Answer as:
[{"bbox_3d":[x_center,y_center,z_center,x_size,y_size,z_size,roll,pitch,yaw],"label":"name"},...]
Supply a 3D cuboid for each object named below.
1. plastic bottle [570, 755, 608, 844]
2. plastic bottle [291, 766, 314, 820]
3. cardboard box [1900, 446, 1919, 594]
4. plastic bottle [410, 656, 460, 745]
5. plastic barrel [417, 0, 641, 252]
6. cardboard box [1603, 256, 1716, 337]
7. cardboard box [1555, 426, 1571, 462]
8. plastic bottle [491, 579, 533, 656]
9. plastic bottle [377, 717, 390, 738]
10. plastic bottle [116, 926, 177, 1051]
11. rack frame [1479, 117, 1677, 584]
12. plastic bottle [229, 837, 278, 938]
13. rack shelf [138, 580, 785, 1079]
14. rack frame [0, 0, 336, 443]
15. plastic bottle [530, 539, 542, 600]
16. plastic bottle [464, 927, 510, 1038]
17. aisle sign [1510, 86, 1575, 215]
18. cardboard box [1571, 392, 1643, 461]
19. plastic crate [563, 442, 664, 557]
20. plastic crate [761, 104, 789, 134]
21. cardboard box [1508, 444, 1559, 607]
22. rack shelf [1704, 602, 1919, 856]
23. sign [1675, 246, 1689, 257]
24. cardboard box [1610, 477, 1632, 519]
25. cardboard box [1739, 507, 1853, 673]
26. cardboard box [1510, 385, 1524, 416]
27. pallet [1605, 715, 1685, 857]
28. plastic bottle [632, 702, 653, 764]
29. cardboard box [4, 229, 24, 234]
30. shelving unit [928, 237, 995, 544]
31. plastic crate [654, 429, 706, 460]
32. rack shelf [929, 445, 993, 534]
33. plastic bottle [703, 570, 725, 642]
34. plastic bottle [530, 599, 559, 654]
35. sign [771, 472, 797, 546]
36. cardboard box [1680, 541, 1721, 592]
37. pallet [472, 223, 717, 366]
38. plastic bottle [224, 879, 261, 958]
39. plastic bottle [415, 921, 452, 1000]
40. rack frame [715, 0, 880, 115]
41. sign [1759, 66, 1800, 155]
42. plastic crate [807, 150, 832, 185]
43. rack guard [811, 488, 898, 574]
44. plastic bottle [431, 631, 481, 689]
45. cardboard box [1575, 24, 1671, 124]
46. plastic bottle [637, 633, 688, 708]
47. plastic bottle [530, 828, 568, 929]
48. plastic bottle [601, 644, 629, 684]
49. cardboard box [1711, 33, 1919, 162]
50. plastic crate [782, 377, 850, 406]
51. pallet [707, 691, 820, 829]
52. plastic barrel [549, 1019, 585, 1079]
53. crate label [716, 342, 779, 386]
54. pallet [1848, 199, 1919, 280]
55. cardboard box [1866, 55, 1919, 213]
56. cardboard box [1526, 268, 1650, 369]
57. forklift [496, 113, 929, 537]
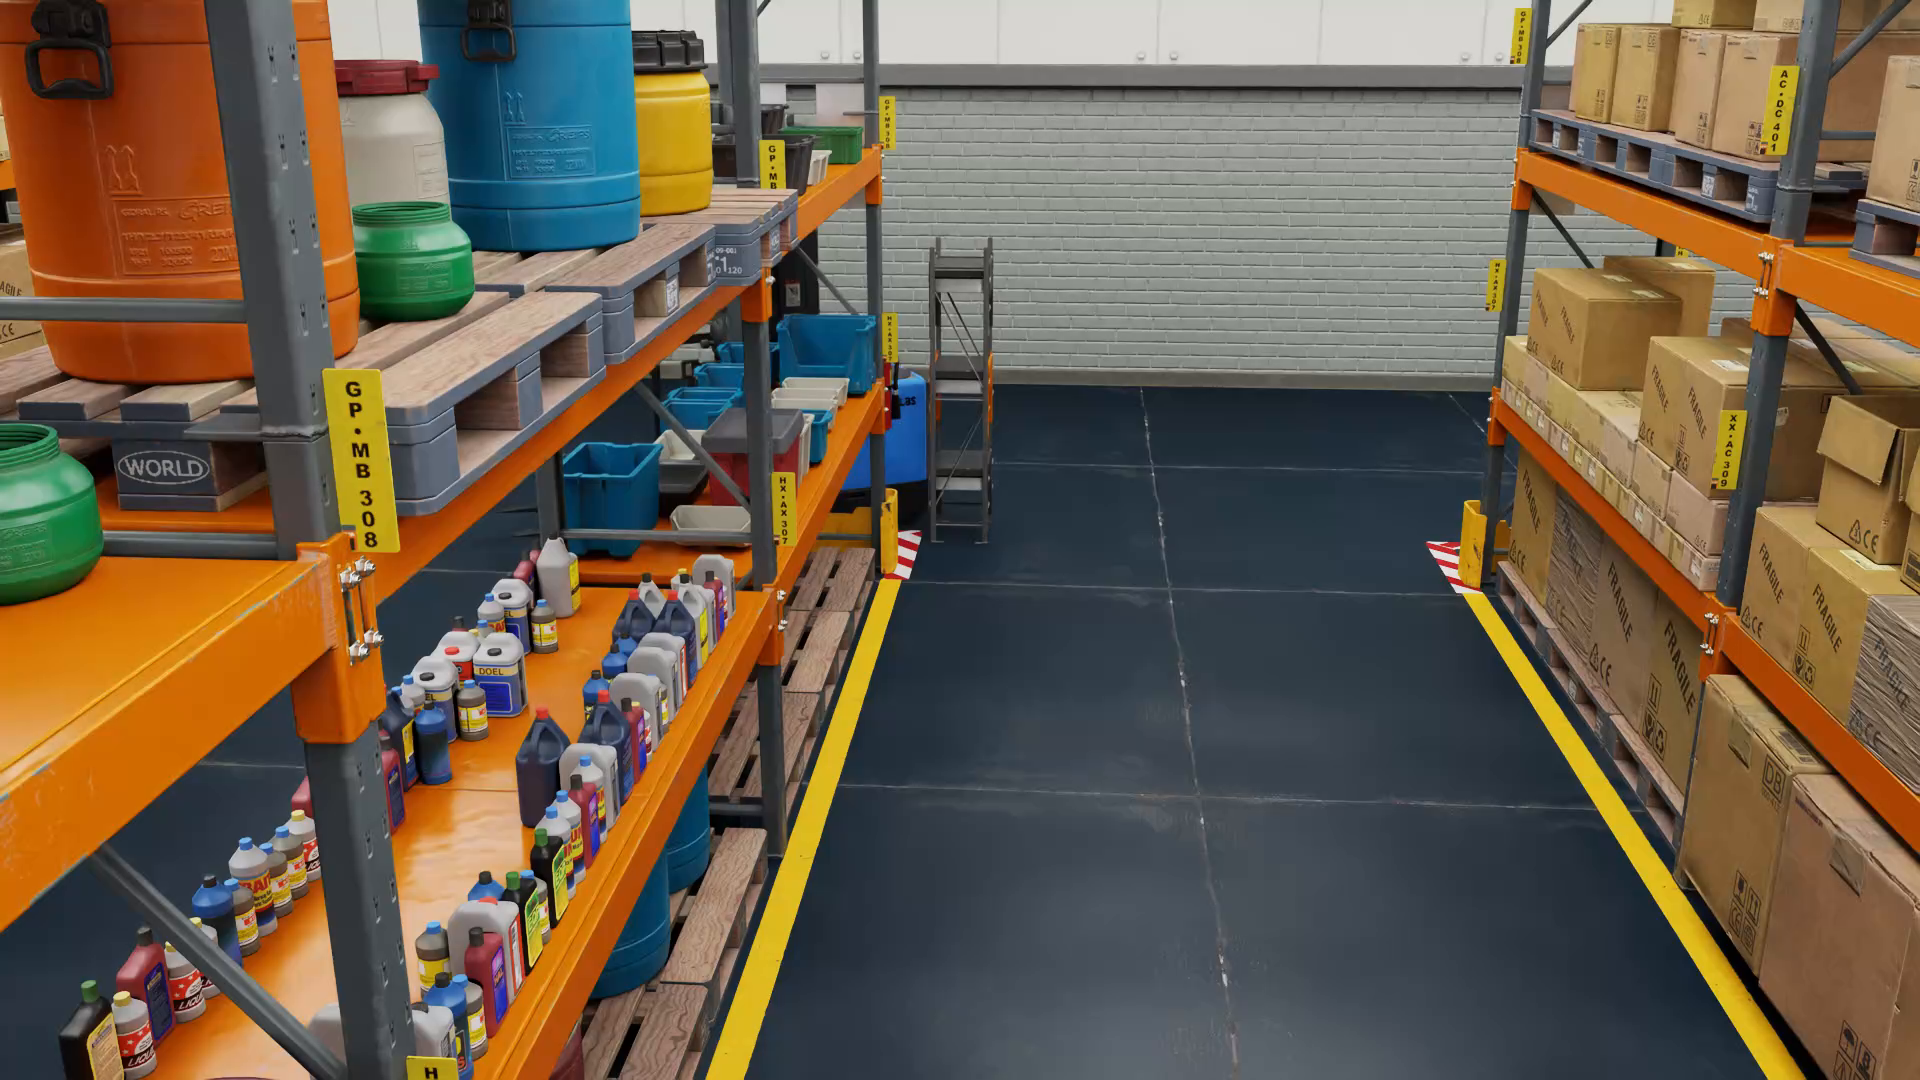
[{"bbox_3d":[-1.108,0.771,4.959,0.097,0.271,0.097,0,18,0],"label":"plastic bottle"},{"bbox_3d":[-1.895,0.797,4.862,0.061,0.283,0.133,1,18,4],"label":"plastic bottle"},{"bbox_3d":[3.548,-0.013,5.374,0.797,0.503,0.637,1,18,5],"label":"cardboard box"},{"bbox_3d":[-1.790,0.543,5.648,0.152,0.276,0.135,1,18,4],"label":"plastic bottle"},{"bbox_3d":[-1.263,-1.341,4.901,0.600,0.901,0.708,1,18,4],"label":"plastic barrel"},{"bbox_3d":[4.161,-1.412,9.974,0.500,0.500,0.500,2,18,5],"label":"cardboard box"},{"bbox_3d":[3.489,-0.521,9.099,0.380,0.149,0.250,1,18,3],"label":"cardboard box"},{"bbox_3d":[-1.733,0.297,6.399,0.152,0.276,0.135,1,18,4],"label":"plastic bottle"},{"bbox_3d":[-1.811,0.699,5.159,0.061,0.283,0.133,1,18,4],"label":"plastic bottle"},{"bbox_3d":[-1.960,1.080,3.997,0.061,0.283,0.133,1,18,4],"label":"plastic bottle"},{"bbox_3d":[3.933,-1.143,10.593,1.000,3.000,0.127,1,18,4],"label":"rack frame"},{"bbox_3d":[-1.906,0.929,4.476,0.097,0.271,0.097,0,18,0],"label":"plastic bottle"},{"bbox_3d":[-1.437,0.952,5.356,1.077,0.370,4.000,1,18,4],"label":"rack shelf"},{"bbox_3d":[-1.580,-1.620,2.414,1.000,3.000,0.127,1,18,4],"label":"rack frame"},{"bbox_3d":[-1.745,0.149,6.839,0.061,0.283,0.133,1,18,4],"label":"plastic bottle"},{"bbox_3d":[-1.158,1.059,4.063,0.061,0.283,0.133,1,18,4],"label":"plastic bottle"},{"bbox_3d":[3.639,-2.407,10.277,0.394,0.787,0.004,1,18,4],"label":"aisle sign"},{"bbox_3d":[3.527,-0.590,8.670,0.500,0.250,0.500,1,18,3],"label":"cardboard box"},{"bbox_3d":[-1.600,-0.184,7.598,0.392,0.384,0.575,1,18,4],"label":"plastic crate"},{"bbox_3d":[-1.312,-2.503,10.138,0.497,0.269,0.590,1,18,4],"label":"plastic crate"},{"bbox_3d":[3.967,-0.132,10.247,0.875,0.875,0.875,1,18,4],"label":"cardboard box"},{"bbox_3d":[3.503,1.063,5.018,1.077,0.370,4.000,1,18,4],"label":"rack shelf"},{"bbox_3d":[4.474,-1.789,10.326,0.100,0.325,0.005,1,18,4],"label":"sign"},{"bbox_3d":[3.415,-0.203,8.128,0.380,0.149,0.250,2,18,5],"label":"cardboard box"},{"bbox_3d":[3.364,0.189,6.367,0.500,0.500,0.500,1,18,4],"label":"cardboard box"},{"bbox_3d":[3.562,-0.841,10.075,0.380,0.149,0.250,1,18,3],"label":"cardboard box"},{"bbox_3d":[3.779,1.190,7.951,1.003,0.211,1.213,1,18,4],"label":"pallet"},{"bbox_3d":[-1.069,0.634,5.491,0.097,0.201,0.097,0,18,0],"label":"plastic bottle"},{"bbox_3d":[-5.705,-1.743,10.660,0.500,0.500,0.500,1,18,3],"label":"cardboard box"},{"bbox_3d":[0.012,-1.049,11.753,0.431,2.100,0.503,1,18,4],"label":"shelving unit"},{"bbox_3d":[-1.469,-0.462,8.842,0.293,0.136,0.466,1,18,4],"label":"plastic crate"},{"bbox_3d":[0.012,-0.371,11.975,0.431,0.518,0.480,1,18,4],"label":"rack shelf"},{"bbox_3d":[-0.970,0.247,6.539,0.061,0.283,0.133,1,18,4],"label":"plastic bottle"},{"bbox_3d":[-1.607,0.329,6.420,0.097,0.201,0.097,0,18,0],"label":"plastic bottle"},{"bbox_3d":[-0.745,-0.130,7.057,0.100,0.325,0.005,1,18,4],"label":"sign"},{"bbox_3d":[3.342,0.117,7.152,0.380,0.149,0.250,1,18,4],"label":"cardboard box"},{"bbox_3d":[-1.331,-0.749,4.877,1.003,0.211,1.213,1,18,4],"label":"pallet"},{"bbox_3d":[-1.913,0.993,4.395,0.097,0.201,0.097,0,18,0],"label":"plastic bottle"},{"bbox_3d":[-1.319,1.058,4.196,0.097,0.201,0.097,0,18,0],"label":"plastic bottle"},{"bbox_3d":[-1.007,-4.104,9.996,1.000,3.000,0.127,1,18,4],"label":"rack frame"},{"bbox_3d":[3.093,-1.621,6.278,0.100,0.325,0.005,1,18,4],"label":"sign"},{"bbox_3d":[-0.907,-1.906,8.529,0.437,0.136,0.530,1,18,4],"label":"plastic crate"},{"bbox_3d":[-1.018,-0.073,11.343,1.175,0.500,0.348,1,18,4],"label":"rack guard"},{"bbox_3d":[-1.773,0.471,5.868,0.152,0.276,0.135,1,18,4],"label":"plastic bottle"},{"bbox_3d":[3.789,-2.528,9.008,0.700,0.500,0.500,1,18,2],"label":"cardboard box"},{"bbox_3d":[-1.062,0.448,5.939,0.152,0.276,0.135,1,18,4],"label":"plastic bottle"},{"bbox_3d":[-1.122,0.904,4.535,0.061,0.283,0.133,1,18,4],"label":"plastic bottle"},{"bbox_3d":[-1.197,0.495,5.803,0.097,0.271,0.097,0,18,0],"label":"plastic bottle"},{"bbox_3d":[3.643,-1.865,6.984,0.700,0.500,0.500,0,18,1],"label":"cardboard box"},{"bbox_3d":[-0.885,-0.899,10.177,0.396,0.136,0.243,1,18,4],"label":"plastic crate"},{"bbox_3d":[-1.280,1.085,8.273,1.003,0.211,1.213,1,18,4],"label":"pallet"},{"bbox_3d":[-1.481,1.675,5.193,0.600,0.588,0.708,1,18,4],"label":"plastic barrel"},{"bbox_3d":[-1.353,-1.133,10.736,0.416,0.233,0.303,1,18,4],"label":"crate label"},{"bbox_3d":[3.630,-0.949,5.492,0.805,0.209,1.217,1,18,2],"label":"pallet"},{"bbox_3d":[3.615,-1.393,5.703,0.700,0.500,0.500,2,18,5],"label":"cardboard box"},{"bbox_3d":[3.594,-1.271,9.543,0.500,0.500,0.500,1,18,3],"label":"cardboard box"},{"bbox_3d":[-1.795,-1.497,11.785,3.031,2.935,1.130,-8,20,-23],"label":"forklift"}]
